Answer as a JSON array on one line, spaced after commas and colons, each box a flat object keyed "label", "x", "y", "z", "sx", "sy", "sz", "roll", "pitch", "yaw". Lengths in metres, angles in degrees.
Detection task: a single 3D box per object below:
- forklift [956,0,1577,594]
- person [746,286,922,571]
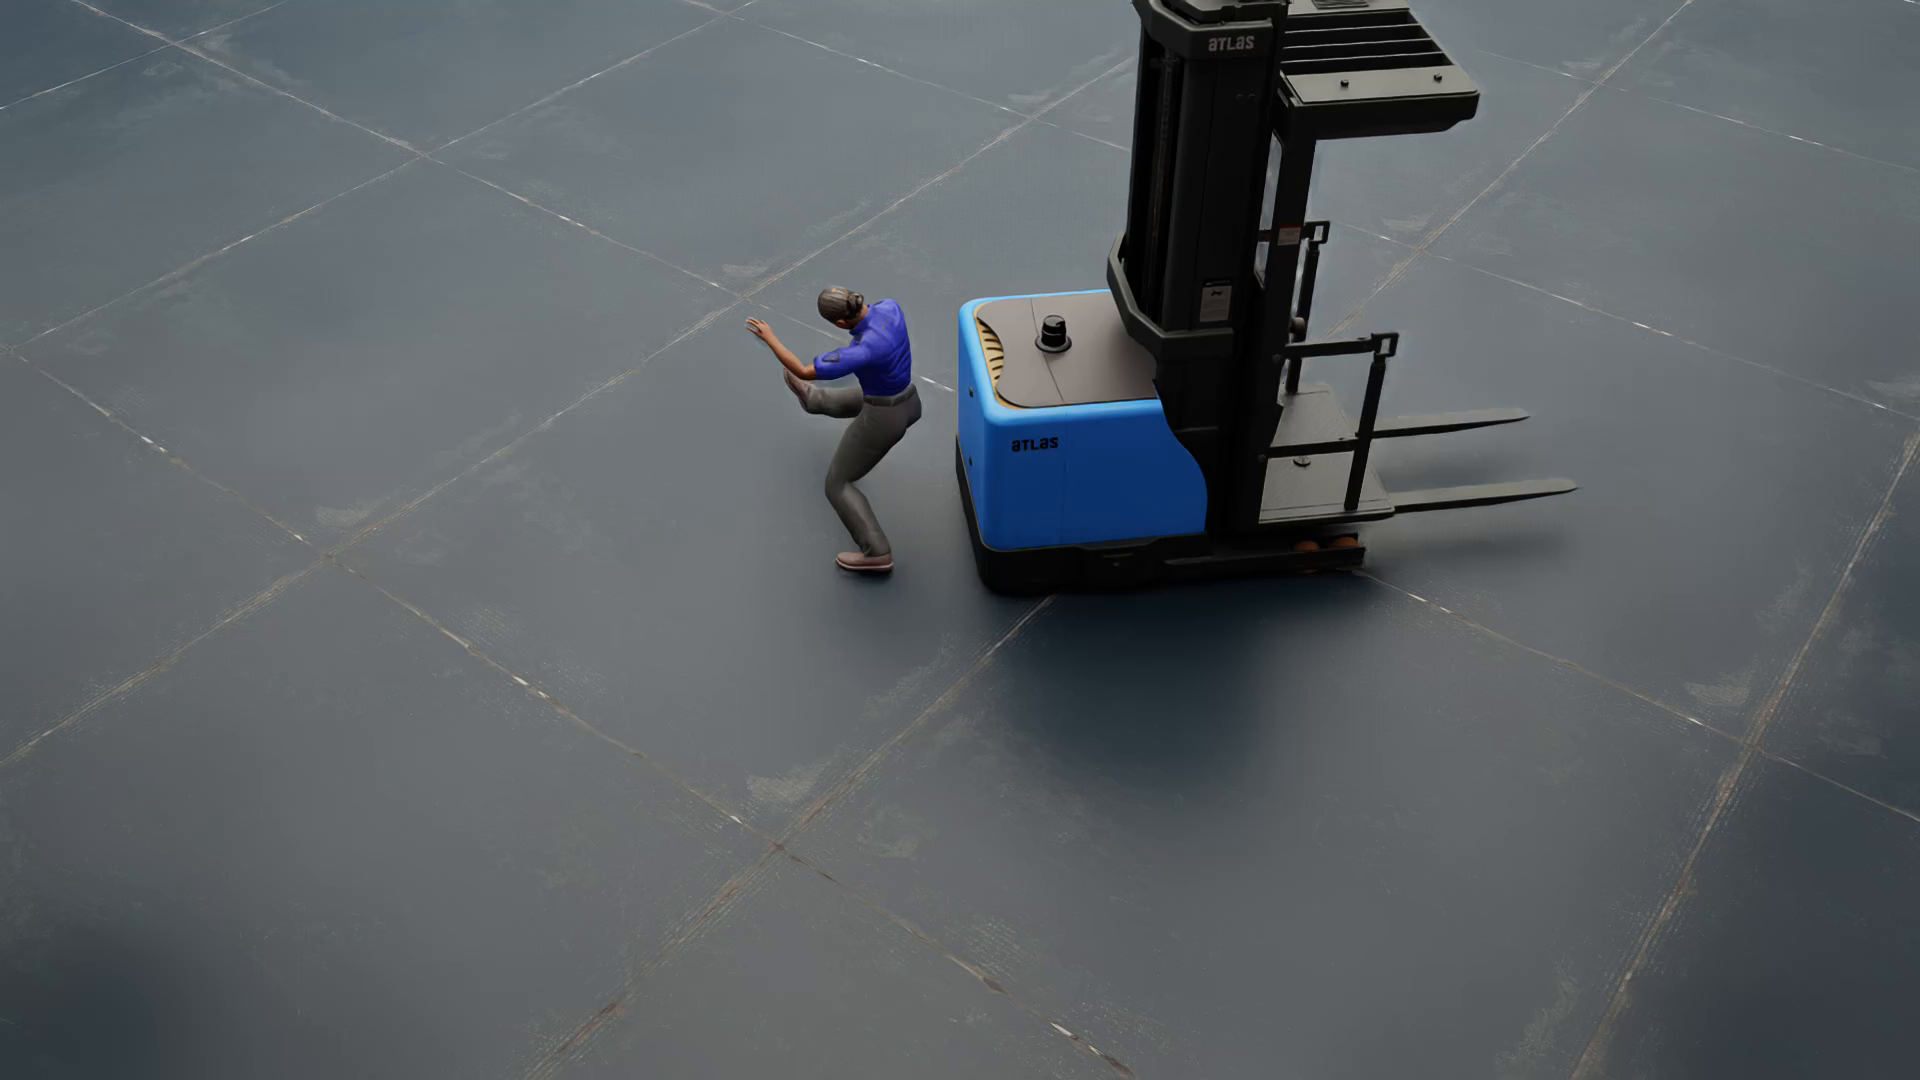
[{"label": "forklift", "x": 1.538, "y": -1.286, "z": 7.582, "sx": 3.031, "sy": 2.935, "sz": 1.130, "roll": -5, "pitch": 41, "yaw": -6}, {"label": "person", "x": -0.648, "y": -0.724, "z": 8.199, "sx": 1.102, "sy": 1.317, "sz": 0.972, "roll": 20, "pitch": 44, "yaw": 22}]
